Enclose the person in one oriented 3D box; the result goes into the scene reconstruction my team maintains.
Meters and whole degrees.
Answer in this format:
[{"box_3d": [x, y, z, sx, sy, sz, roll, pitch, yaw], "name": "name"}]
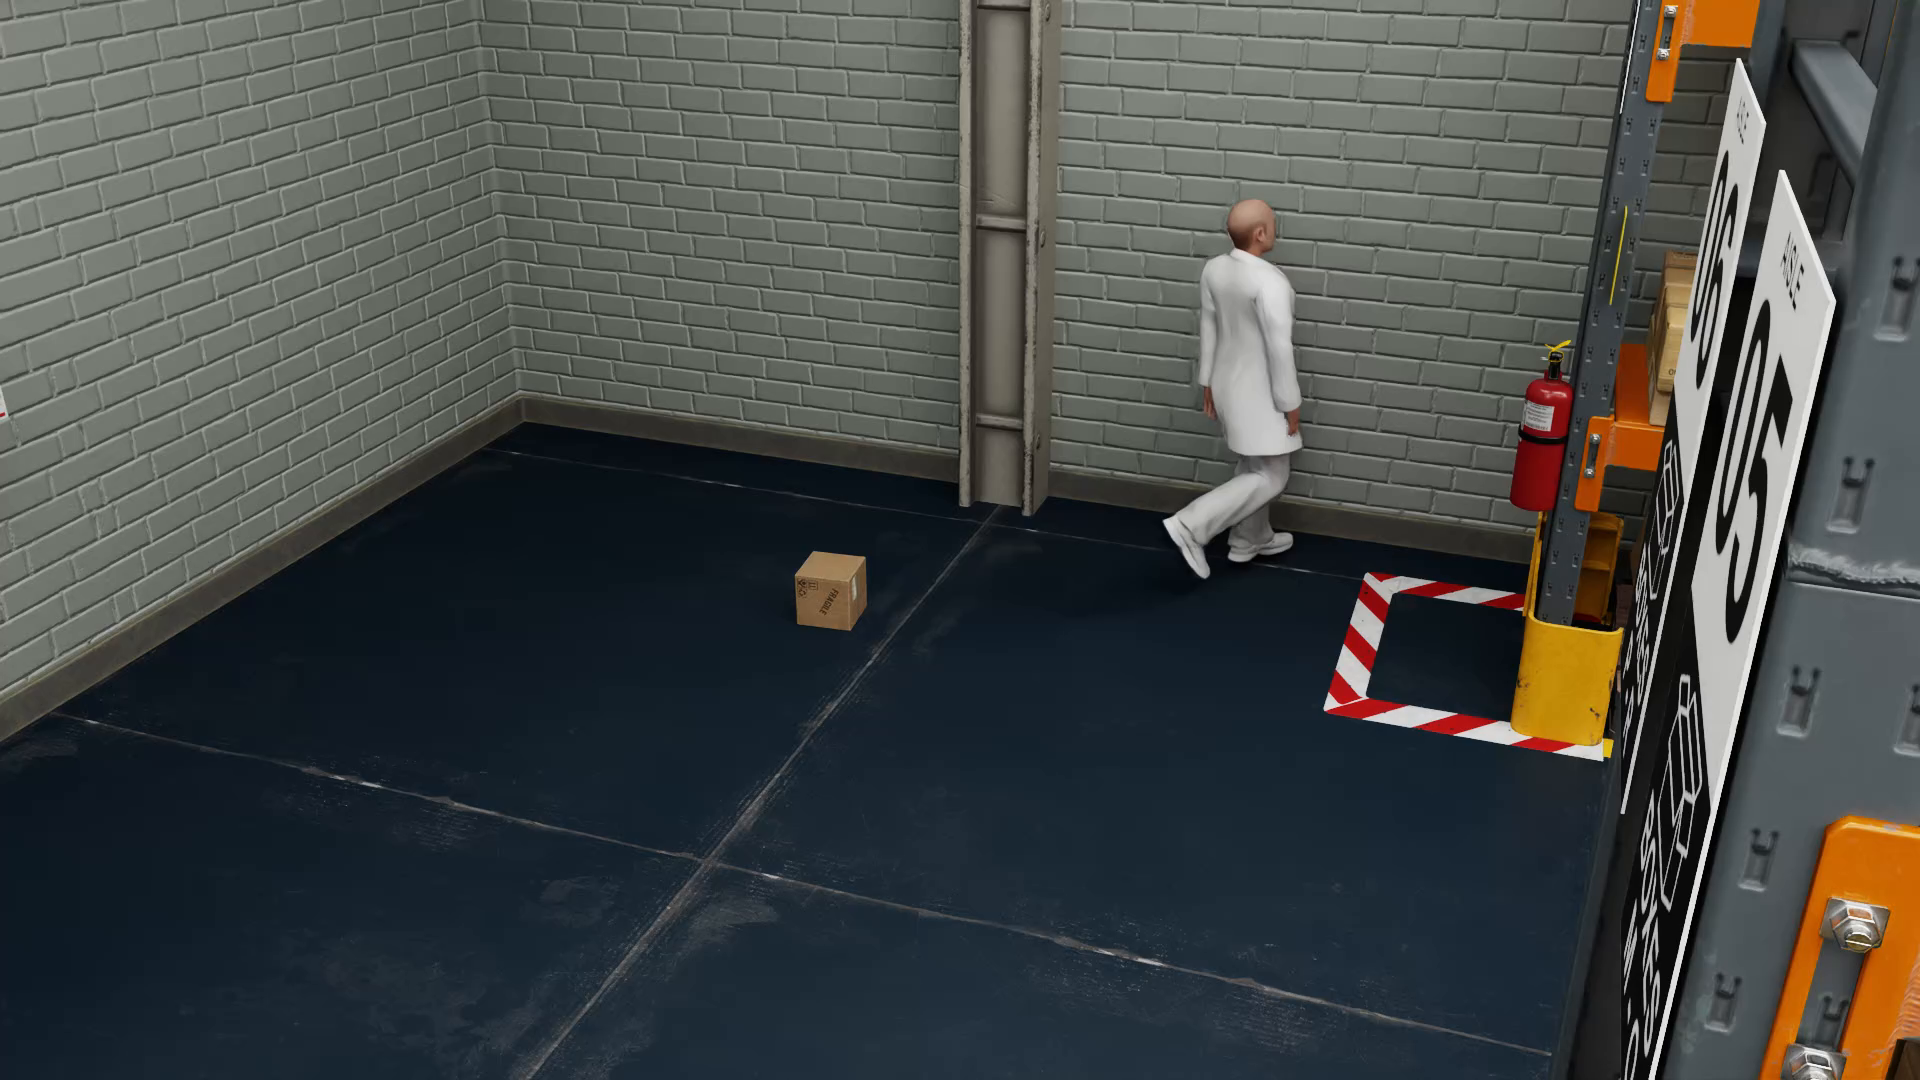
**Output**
[{"box_3d": [1.271, -0.656, 7.469, 0.835, 1.753, 0.588, -11, 28, -23], "name": "person"}]
